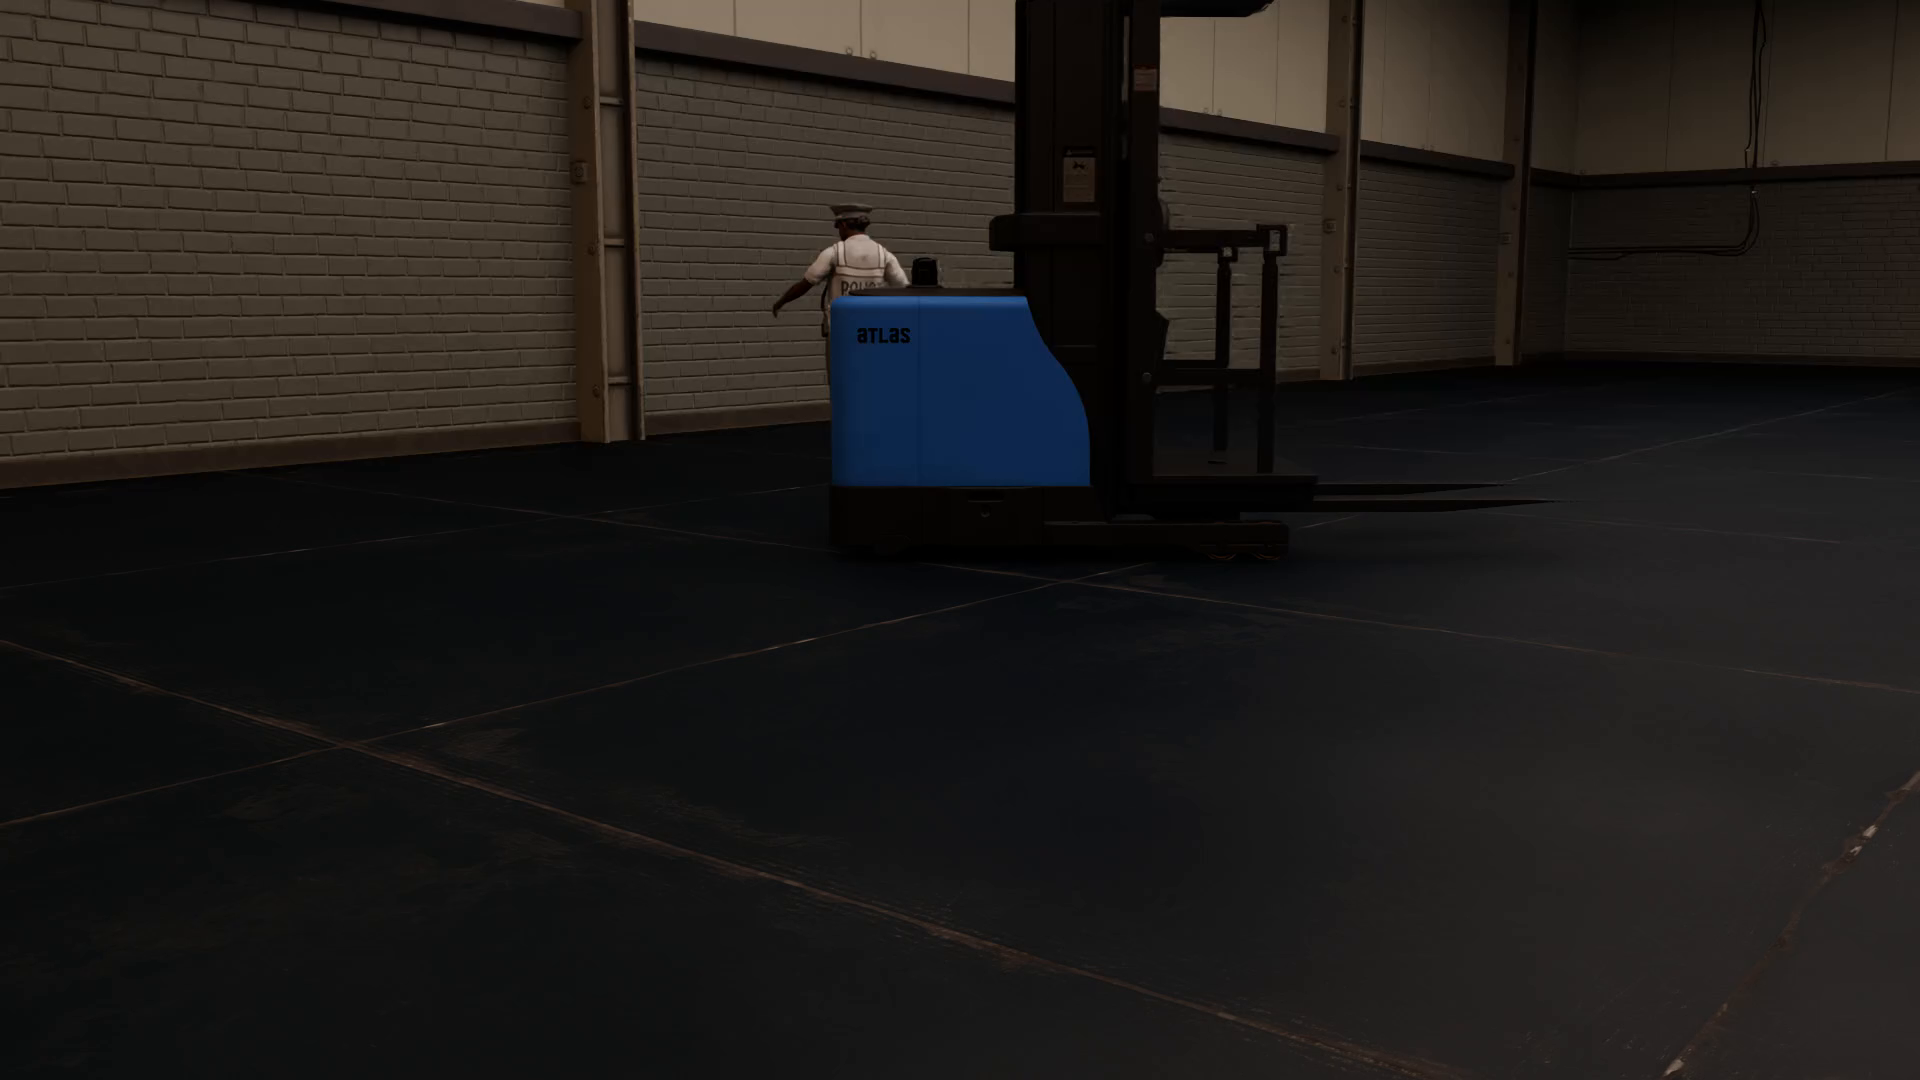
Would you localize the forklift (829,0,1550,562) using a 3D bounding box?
[{"bbox_3d":[0.964,-1.438,7.107,3.031,2.935,1.130,0,8,-2],"label":"forklift"}]

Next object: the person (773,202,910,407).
[{"bbox_3d":[-0.618,-1.196,10.059,0.912,1.658,0.689,-3,9,-22],"label":"person"}]
